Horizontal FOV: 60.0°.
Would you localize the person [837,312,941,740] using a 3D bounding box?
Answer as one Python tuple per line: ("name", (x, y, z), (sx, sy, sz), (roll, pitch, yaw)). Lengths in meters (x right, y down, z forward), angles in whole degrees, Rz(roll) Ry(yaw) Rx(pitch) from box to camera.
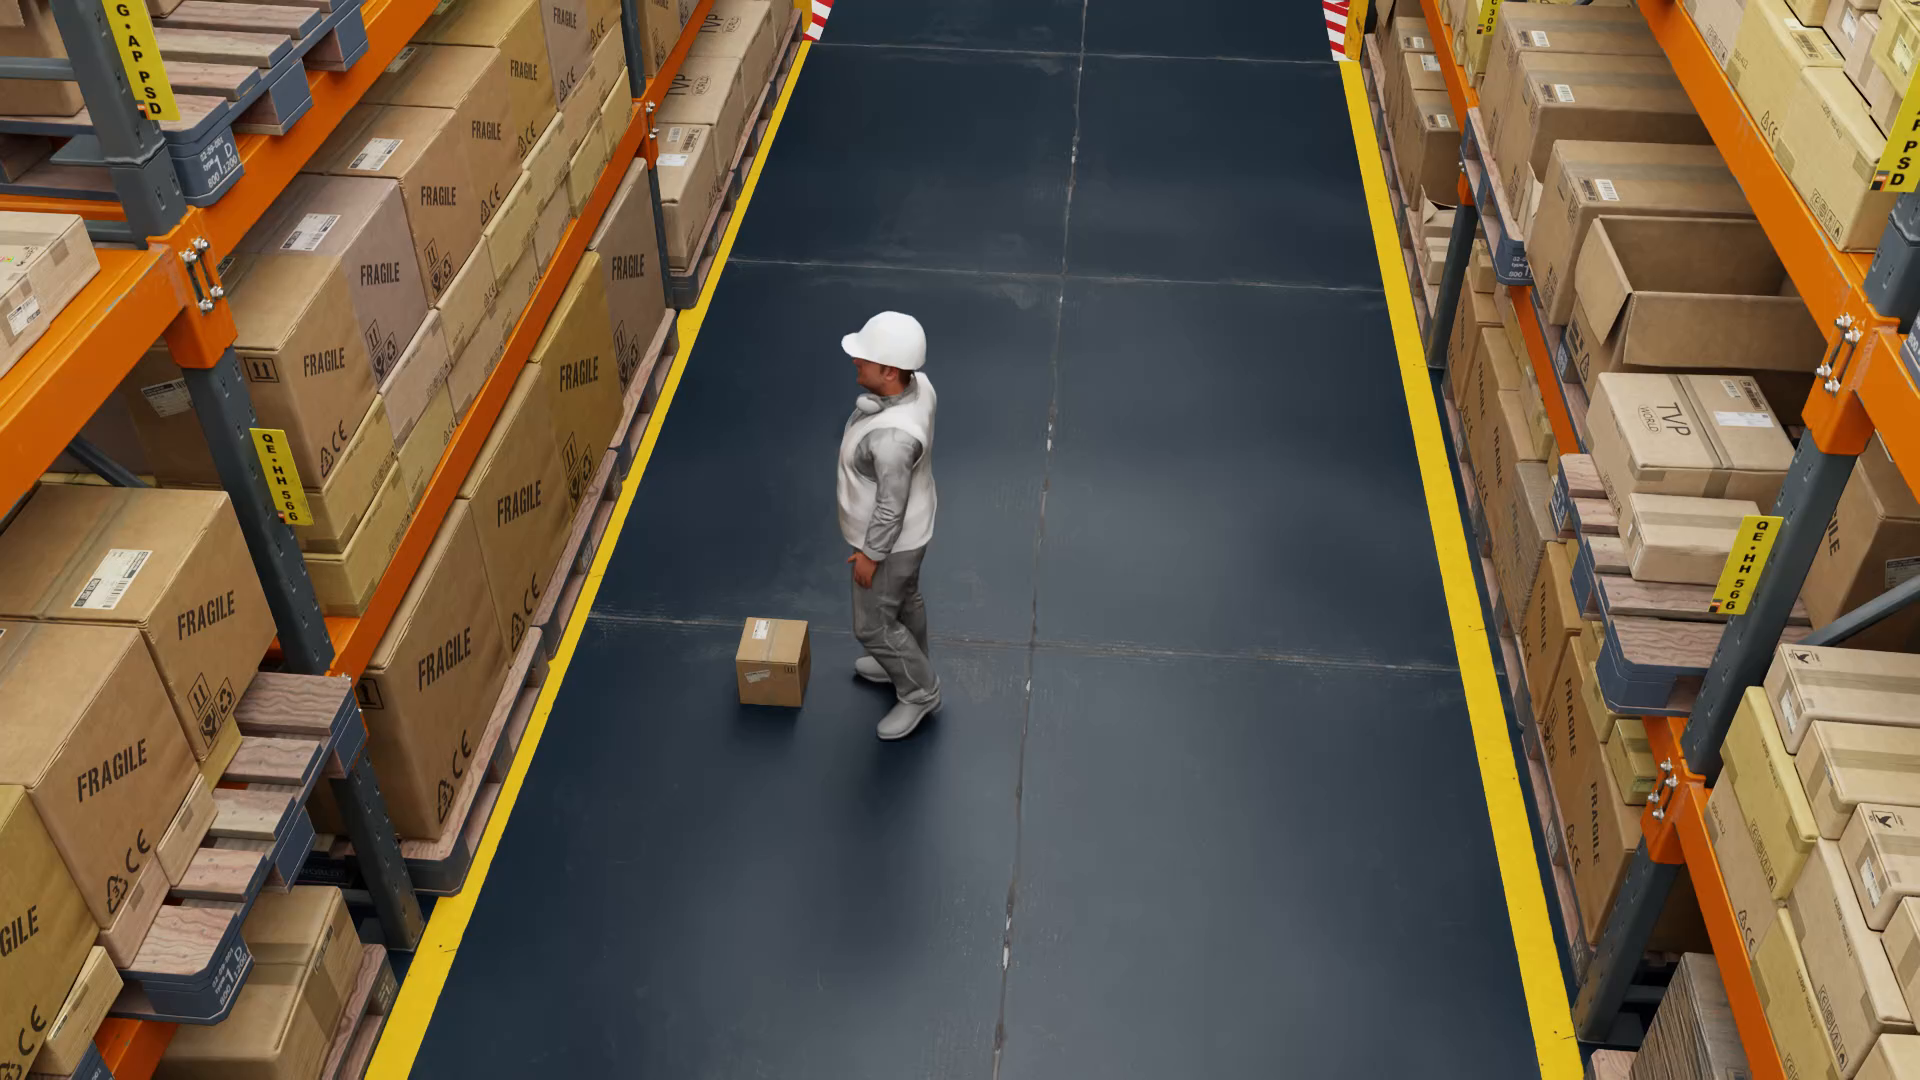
("person", (-0.257, -0.060, 6.192), (0.381, 1.781, 0.545), (4, 40, 4))
